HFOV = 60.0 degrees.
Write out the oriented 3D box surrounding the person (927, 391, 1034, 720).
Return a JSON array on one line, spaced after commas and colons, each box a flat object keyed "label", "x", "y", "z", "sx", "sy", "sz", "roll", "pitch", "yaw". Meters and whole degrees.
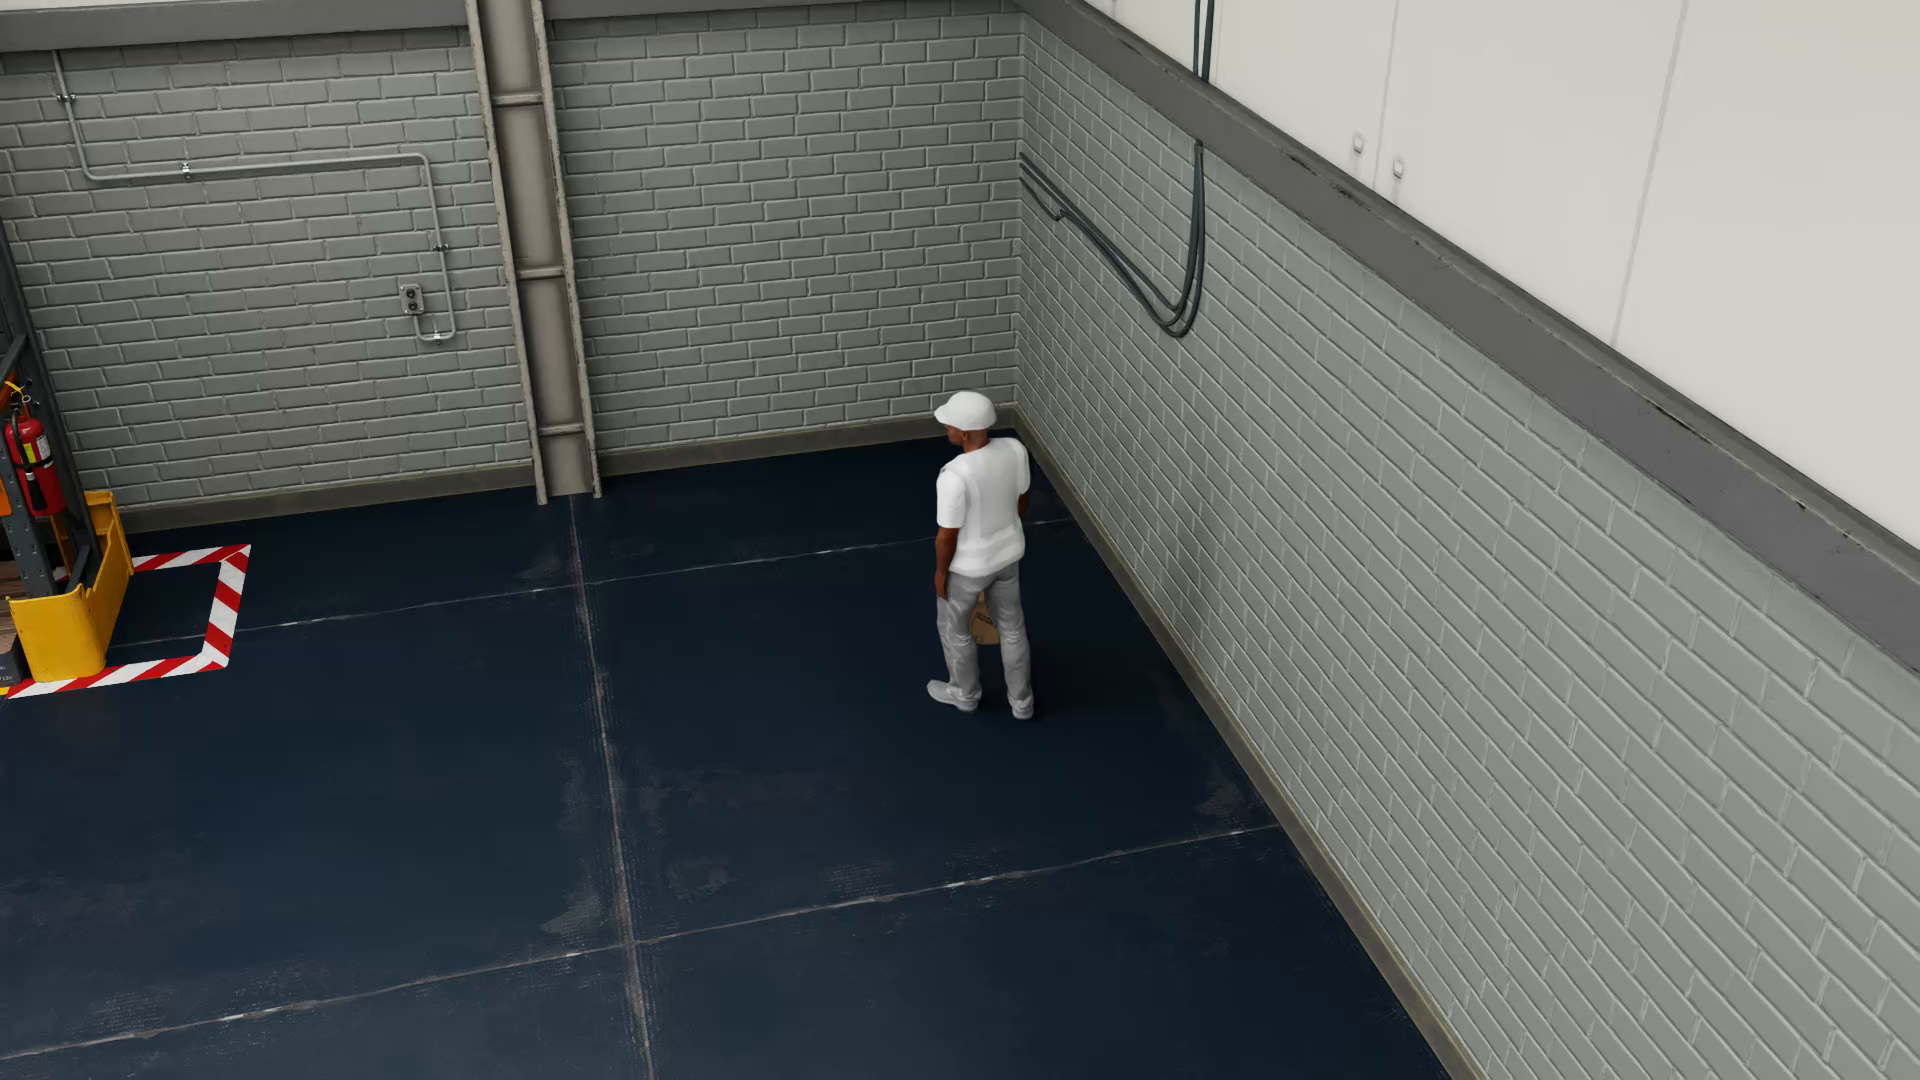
[{"label": "person", "x": 0.098, "y": 0.087, "z": 8.069, "sx": 0.577, "sy": 1.761, "sz": 0.558, "roll": -22, "pitch": 37, "yaw": -33}]
